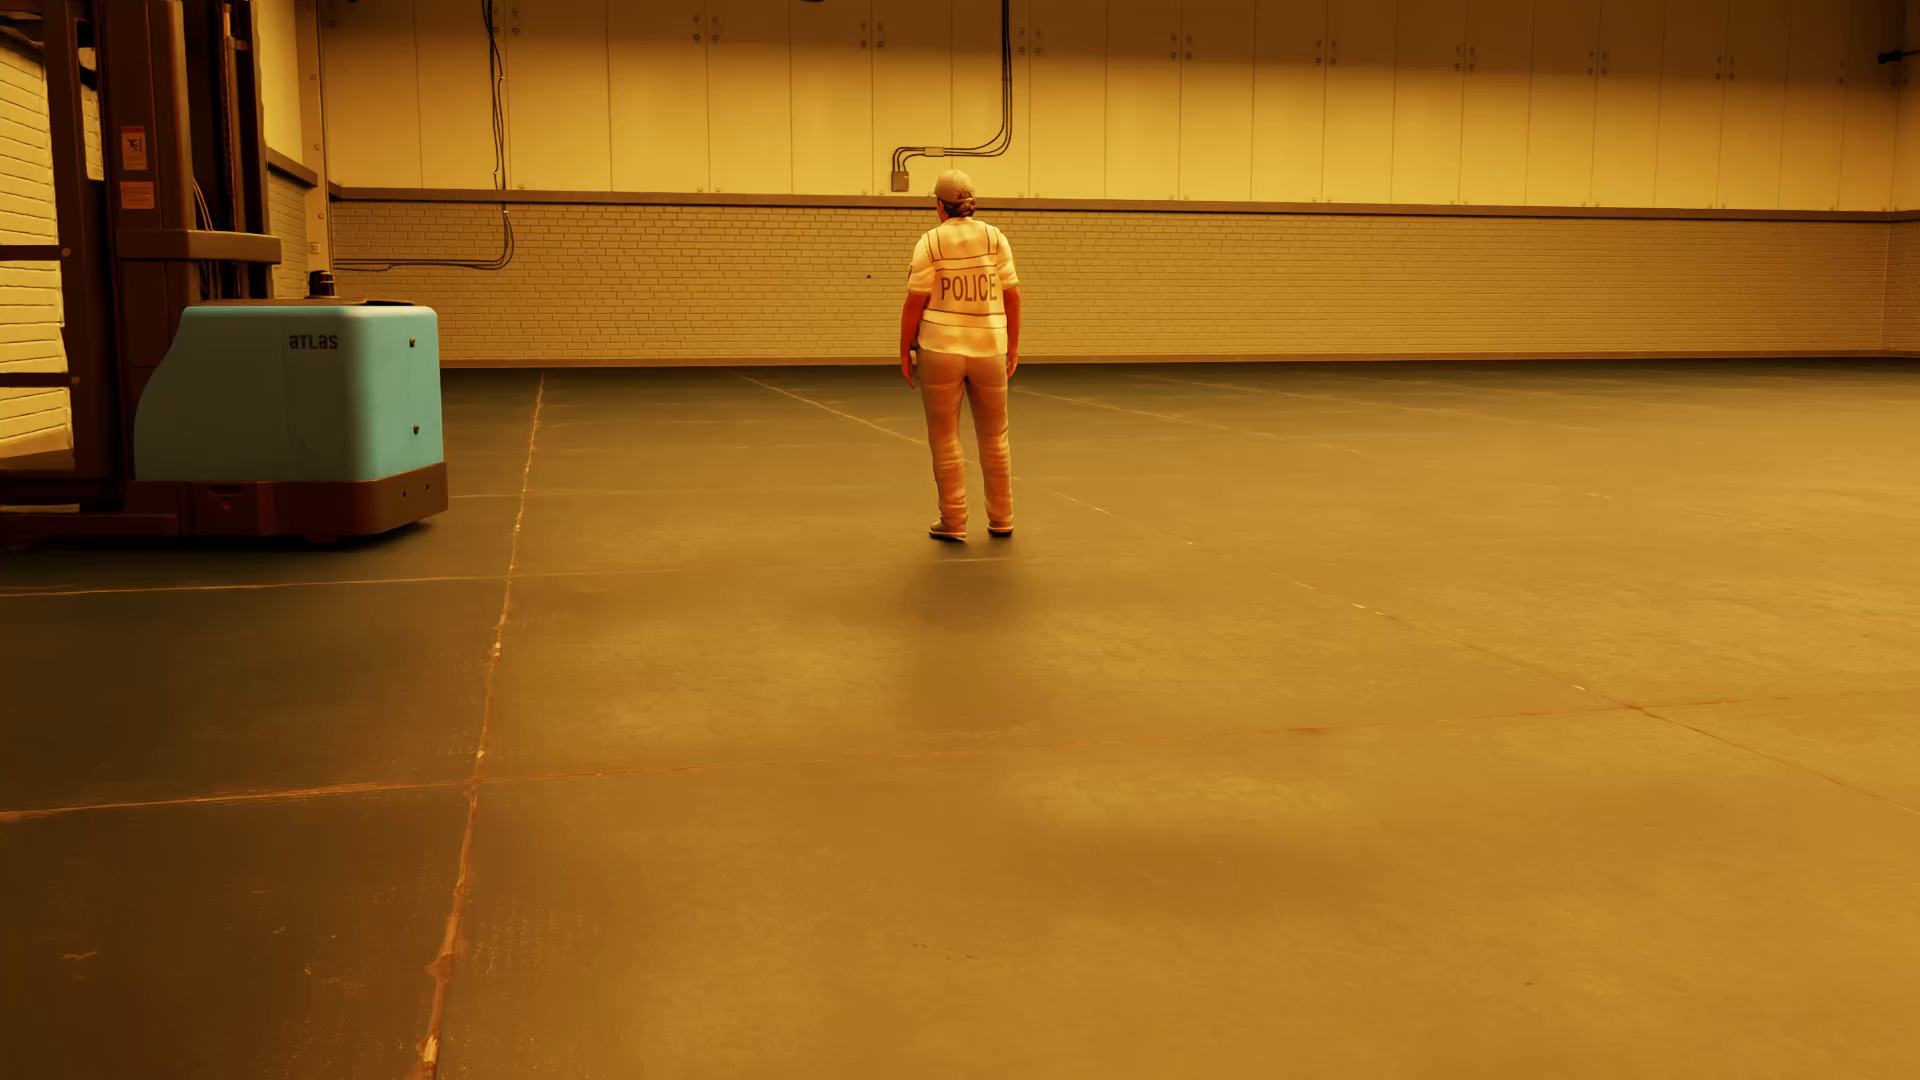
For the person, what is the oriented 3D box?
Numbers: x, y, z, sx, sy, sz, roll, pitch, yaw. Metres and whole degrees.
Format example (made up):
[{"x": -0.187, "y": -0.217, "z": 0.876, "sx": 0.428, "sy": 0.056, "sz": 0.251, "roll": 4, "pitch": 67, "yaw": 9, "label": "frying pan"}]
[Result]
[{"x": 0.004, "y": -0.845, "z": 7.669, "sx": 0.598, "sy": 1.670, "sz": 0.529, "roll": -2, "pitch": 8, "yaw": -13, "label": "person"}]

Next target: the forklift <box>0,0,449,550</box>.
[{"x": -4.073, "y": -1.479, "z": 7.699, "sx": 3.031, "sy": 2.935, "sz": 1.130, "roll": 0, "pitch": 8, "yaw": 2, "label": "forklift"}]
